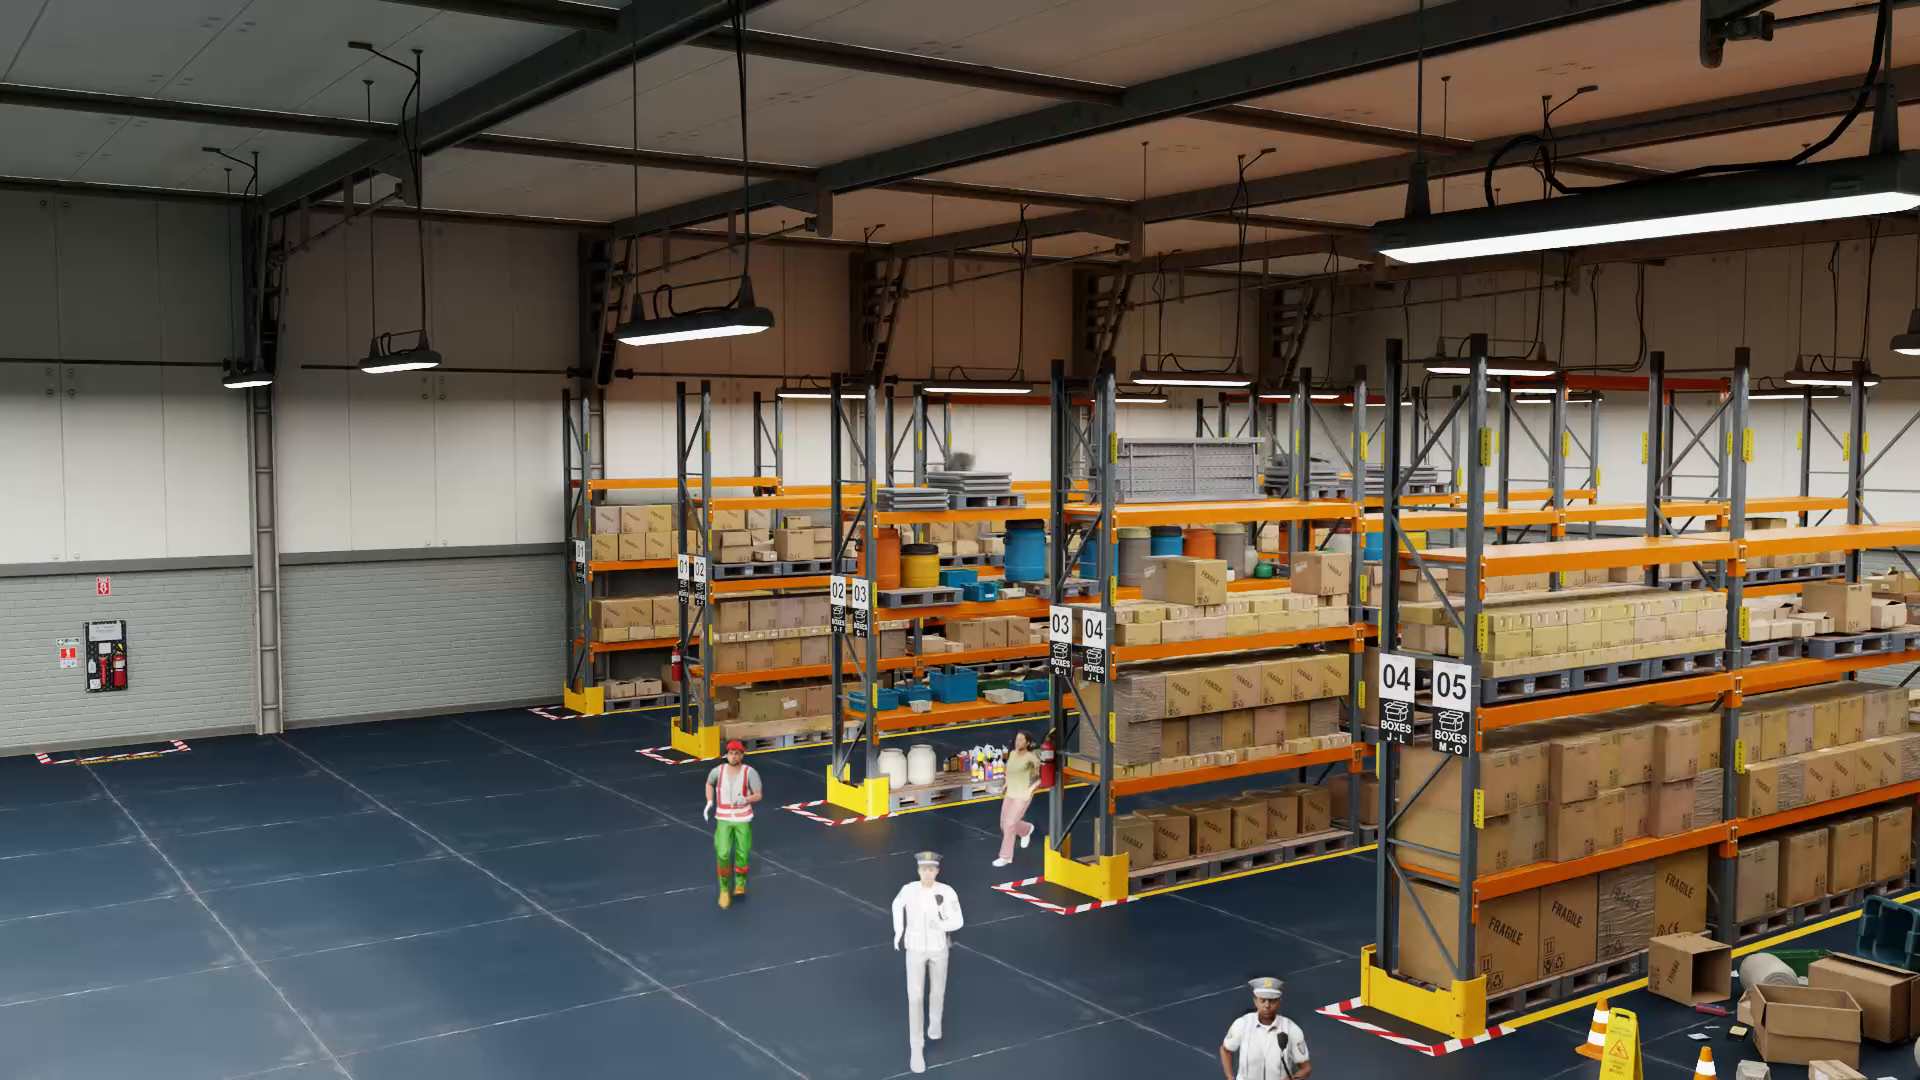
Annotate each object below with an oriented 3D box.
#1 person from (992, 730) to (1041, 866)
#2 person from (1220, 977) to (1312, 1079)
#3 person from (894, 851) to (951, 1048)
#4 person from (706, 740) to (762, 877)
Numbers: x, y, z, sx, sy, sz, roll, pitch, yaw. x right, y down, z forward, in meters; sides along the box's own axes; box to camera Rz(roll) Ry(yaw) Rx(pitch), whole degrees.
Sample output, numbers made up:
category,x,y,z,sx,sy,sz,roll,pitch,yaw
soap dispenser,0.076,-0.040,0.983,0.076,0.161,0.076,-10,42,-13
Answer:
category,x,y,z,sx,sy,sz,roll,pitch,yaw
person,0.757,3.085,19.968,0.576,1.644,0.681,3,5,41
person,1.974,3.638,10.761,0.588,1.659,0.815,1,4,10
person,-0.309,3.353,13.793,0.471,1.599,0.759,0,4,-1
person,-2.160,2.412,26.608,2.845,1.515,17.099,0,4,-5
